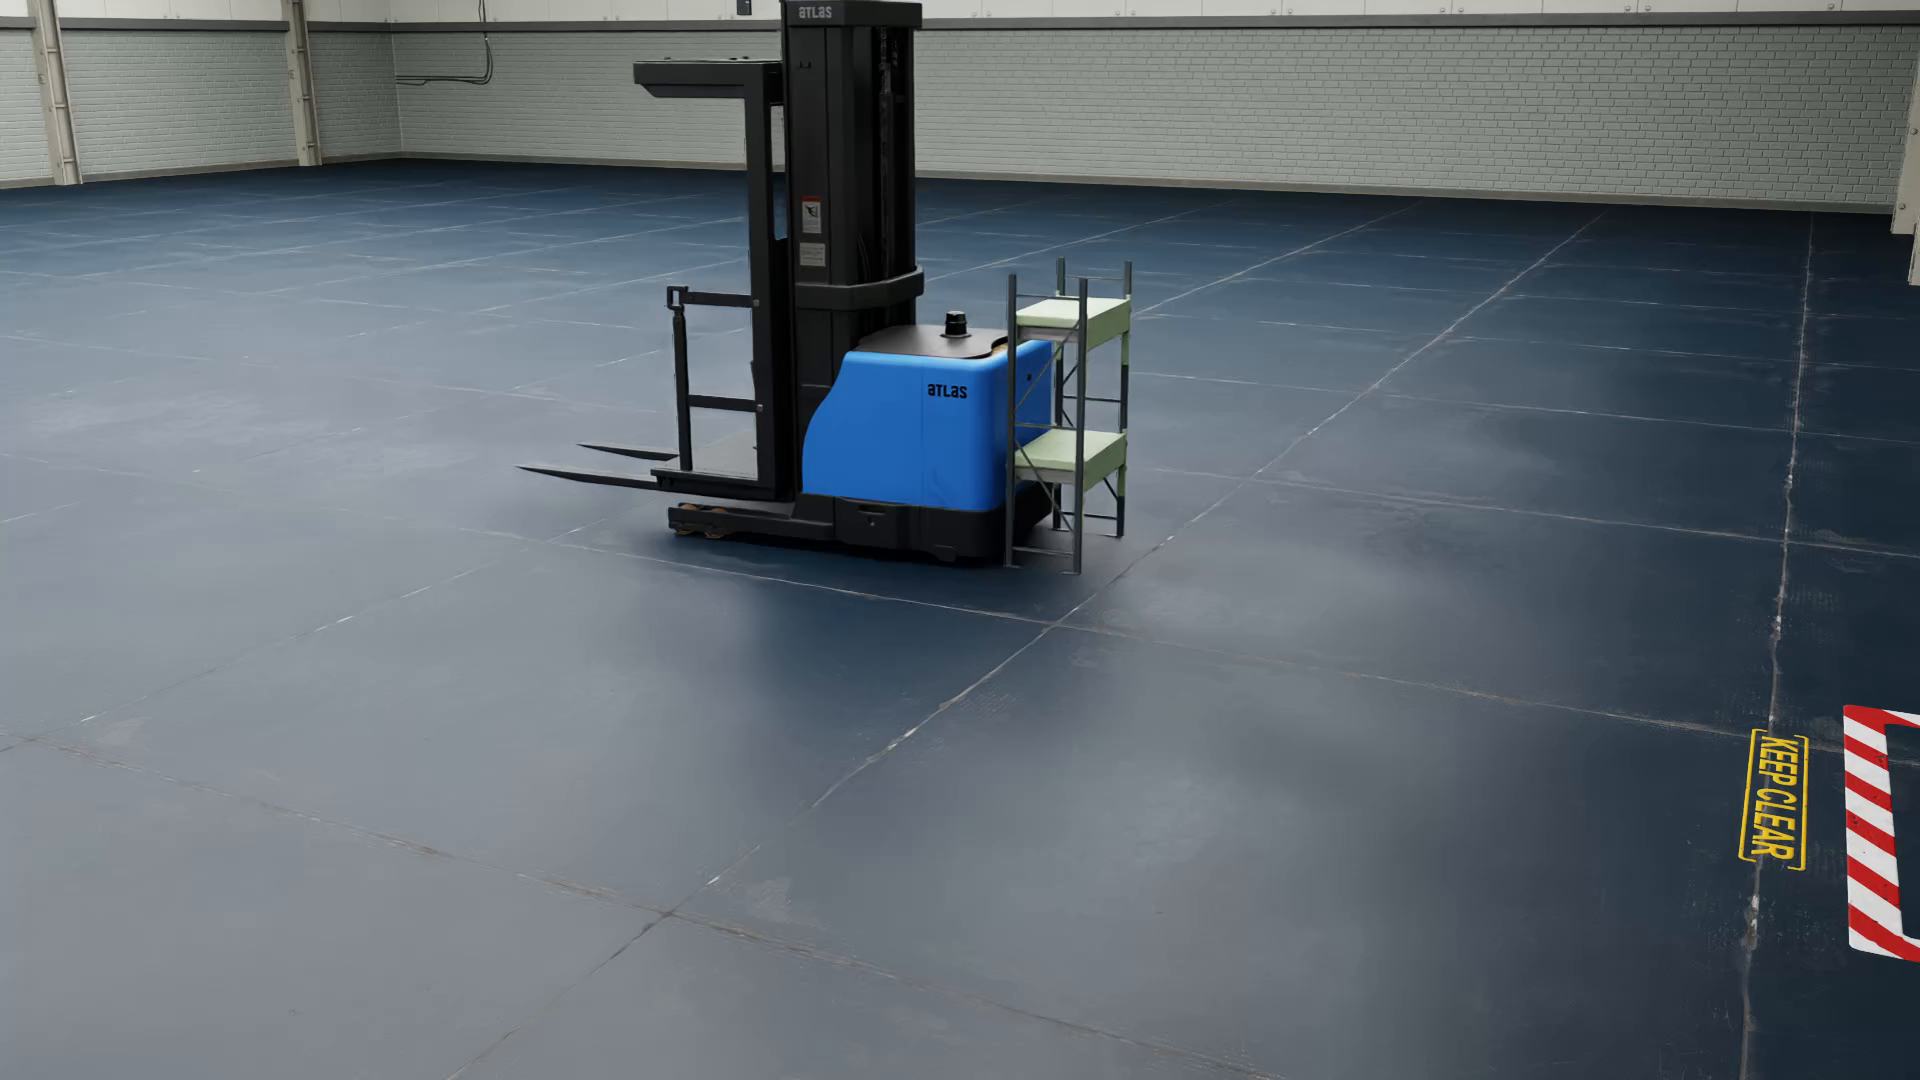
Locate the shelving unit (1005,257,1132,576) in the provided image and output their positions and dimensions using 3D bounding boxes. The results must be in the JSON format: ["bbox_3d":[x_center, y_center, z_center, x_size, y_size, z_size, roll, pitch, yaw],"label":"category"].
[{"bbox_3d":[0.565,-0.656,8.600,0.431,1.500,0.755,7,18,22],"label":"shelving unit"}]

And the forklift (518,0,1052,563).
[{"bbox_3d":[-1.052,-1.541,9.065,3.031,2.935,1.130,7,18,22],"label":"forklift"}]

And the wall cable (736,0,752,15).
[{"bbox_3d":[-3.629,-13.746,33.526,2.305,6.003,0.169,8,18,25],"label":"wall cable"}]

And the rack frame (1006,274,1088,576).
[{"bbox_3d":[0.425,-0.560,8.275,0.400,1.500,0.023,7,18,22],"label":"rack frame"}]

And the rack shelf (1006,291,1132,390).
[{"bbox_3d":[0.565,-1.031,8.488,0.431,0.370,0.720,7,18,22],"label":"rack shelf"}]

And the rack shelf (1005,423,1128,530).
[{"bbox_3d":[0.564,-0.344,8.692,0.431,0.370,0.720,7,18,22],"label":"rack shelf"}]

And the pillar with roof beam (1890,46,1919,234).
[{"bbox_3d":[9.714,-9.285,24.481,9.100,9.000,0.400,8,18,25],"label":"pillar with roof beam"}]

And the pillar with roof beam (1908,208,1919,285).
[{"bbox_3d":[7.033,-7.757,19.336,9.100,9.000,0.400,8,18,25],"label":"pillar with roof beam"}]

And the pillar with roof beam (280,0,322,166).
[{"bbox_3d":[-10.763,-12.197,34.286,9.100,9.000,0.400,8,18,25],"label":"pillar with roof beam"}]

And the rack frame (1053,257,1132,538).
[{"bbox_3d":[0.705,-0.753,8.924,0.400,1.500,0.023,7,18,22],"label":"rack frame"}]

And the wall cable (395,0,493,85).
[{"bbox_3d":[-12.115,-11.839,38.532,3.097,2.526,0.112,8,18,25],"label":"wall cable"}]

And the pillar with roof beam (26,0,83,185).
[{"bbox_3d":[-13.444,-10.669,29.140,9.100,9.000,0.400,8,18,25],"label":"pillar with roof beam"}]
